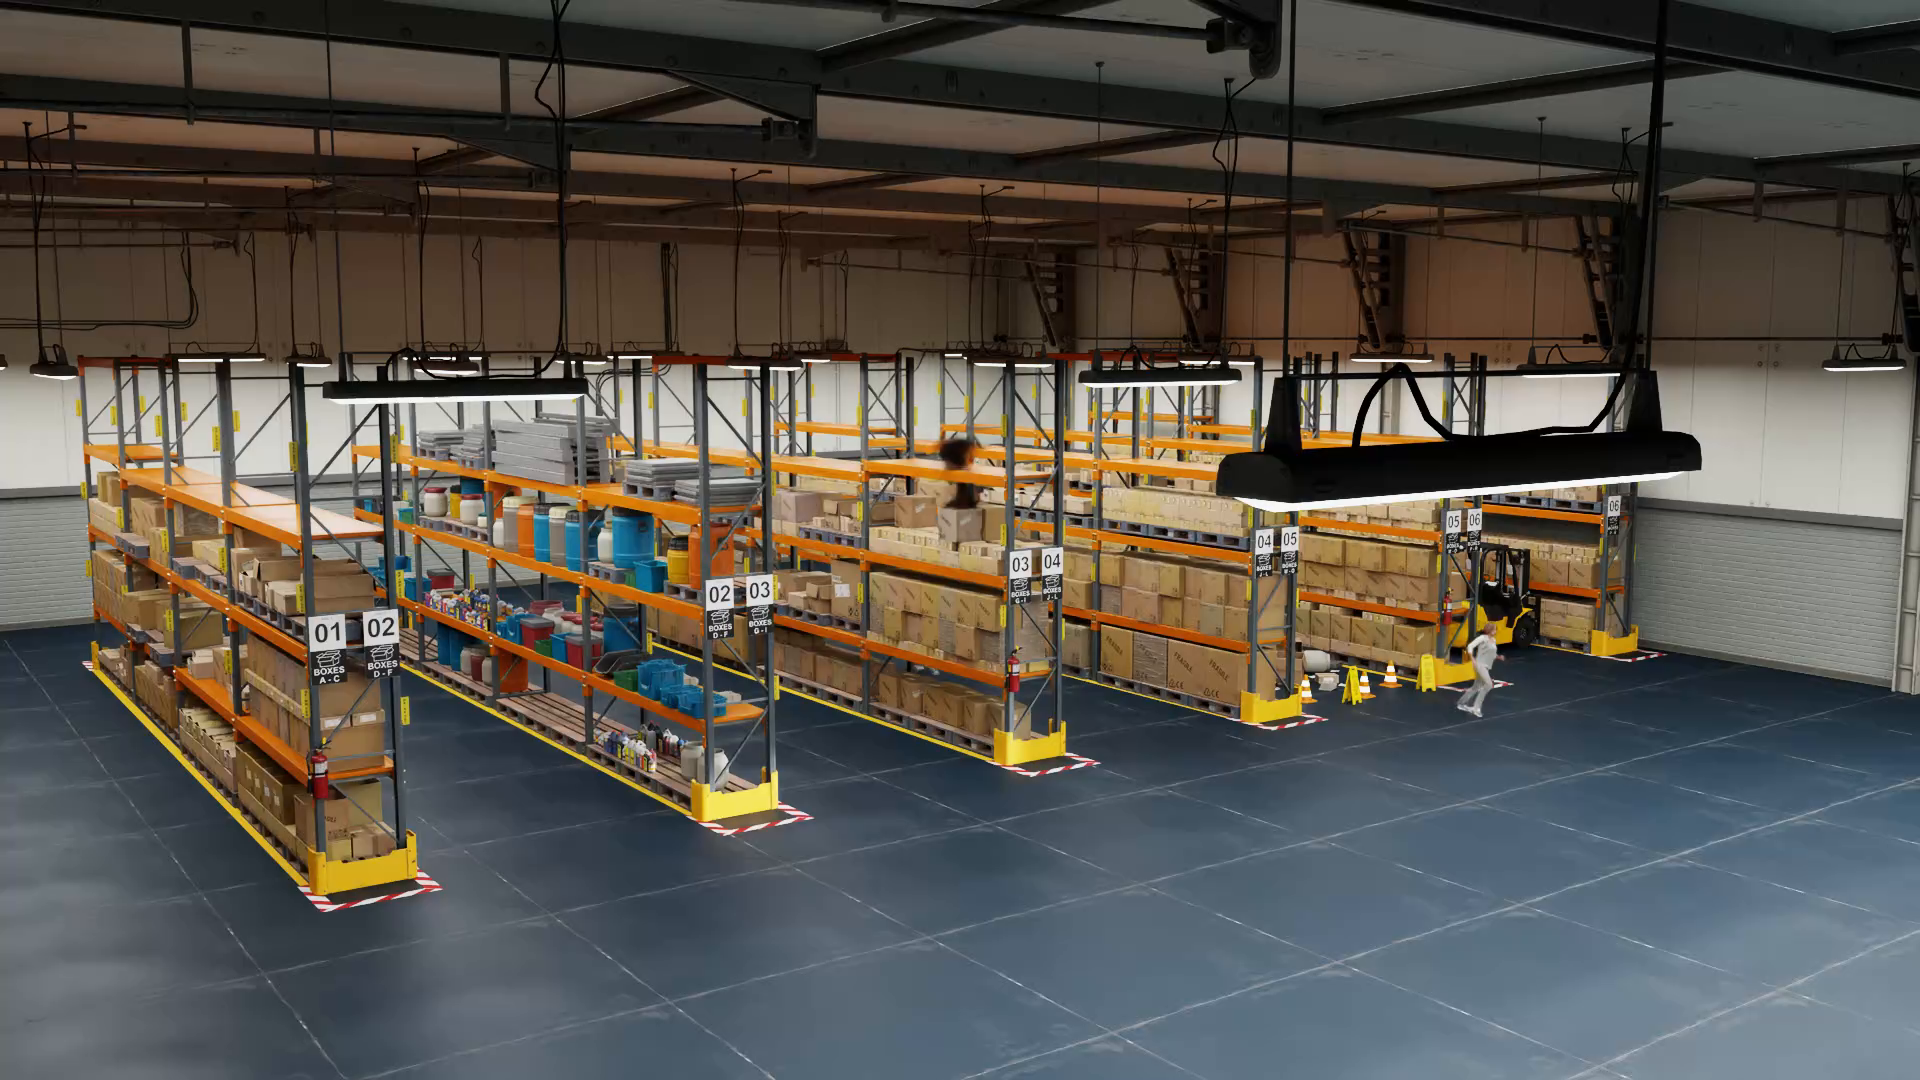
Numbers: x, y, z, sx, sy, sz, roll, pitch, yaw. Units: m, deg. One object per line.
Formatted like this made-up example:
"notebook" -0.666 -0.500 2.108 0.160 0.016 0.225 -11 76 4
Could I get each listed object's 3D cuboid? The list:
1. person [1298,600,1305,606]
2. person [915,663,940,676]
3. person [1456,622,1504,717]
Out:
"person" 7.618 1.140 35.944 0.666 1.729 0.992 -6 9 -40
"person" -0.594 1.704 31.383 0.549 1.713 0.802 -6 9 -40
"person" 8.777 2.159 27.989 0.713 1.530 0.680 6 9 42
